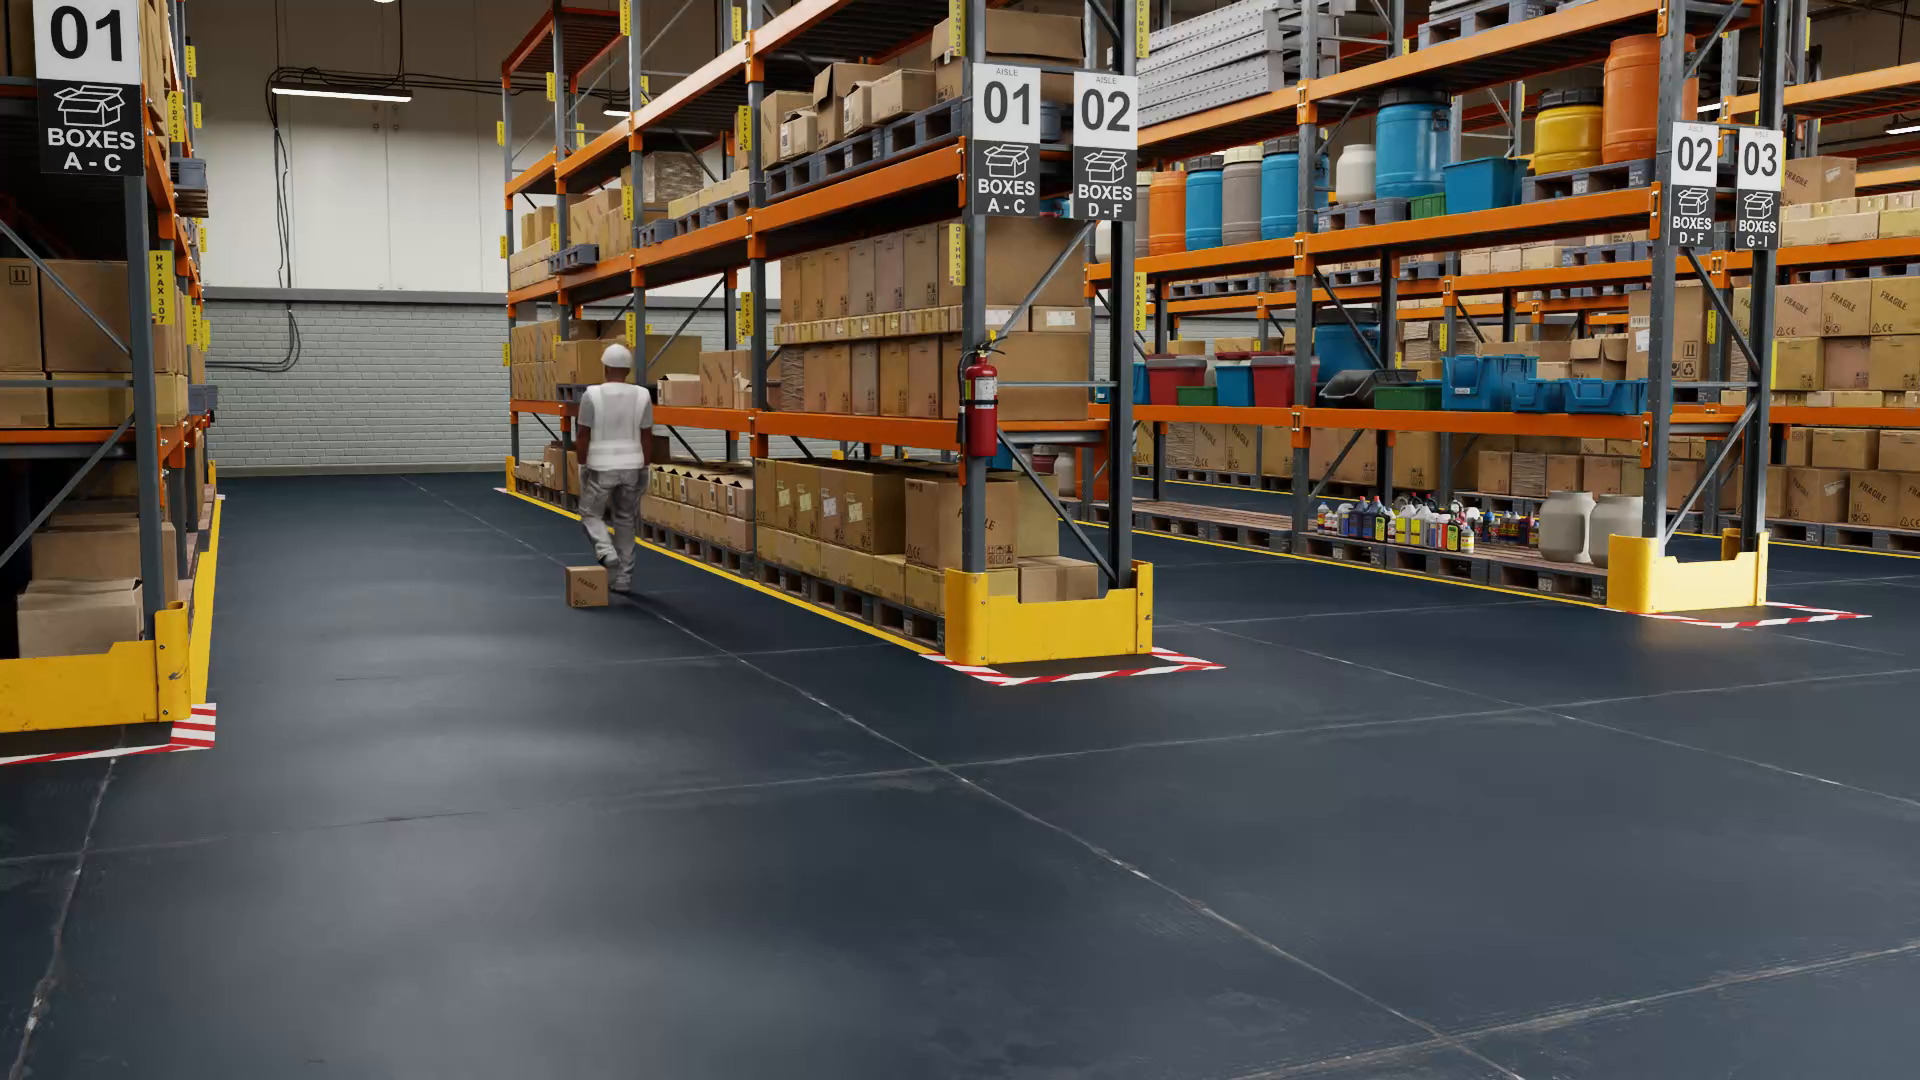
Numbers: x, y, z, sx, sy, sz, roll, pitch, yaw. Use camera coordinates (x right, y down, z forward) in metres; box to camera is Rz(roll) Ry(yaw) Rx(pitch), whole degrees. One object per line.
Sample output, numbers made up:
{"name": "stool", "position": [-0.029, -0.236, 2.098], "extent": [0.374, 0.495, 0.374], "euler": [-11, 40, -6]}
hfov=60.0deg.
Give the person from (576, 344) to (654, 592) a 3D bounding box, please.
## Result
{"name": "person", "position": [-2.461, -0.507, 11.864], "extent": [0.547, 1.775, 0.650], "euler": [-3, 6, -27]}
